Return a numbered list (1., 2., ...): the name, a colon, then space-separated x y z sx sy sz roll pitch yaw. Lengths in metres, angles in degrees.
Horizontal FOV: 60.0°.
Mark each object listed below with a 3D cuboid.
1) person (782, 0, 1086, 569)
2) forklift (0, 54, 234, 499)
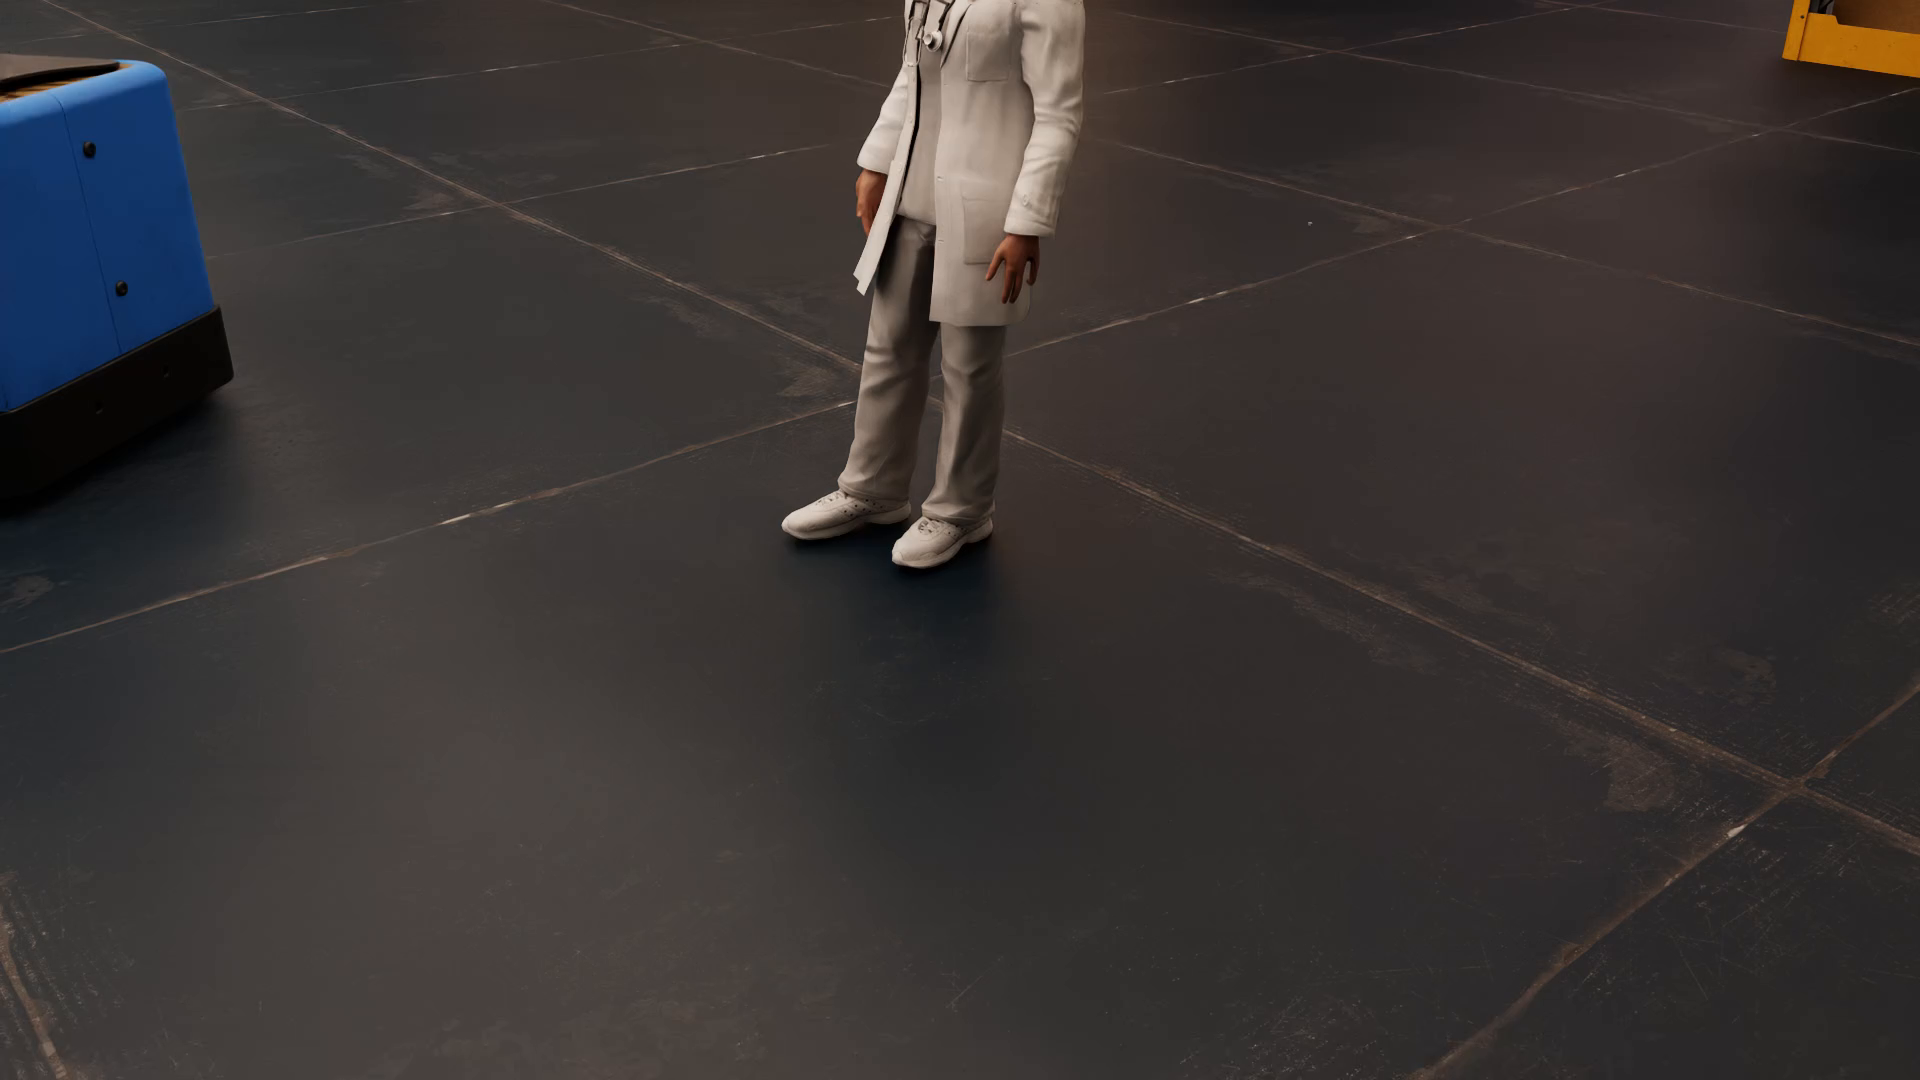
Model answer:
1. person: -0.073 -0.778 4.053 0.578 1.777 0.696 -20 33 -35
2. forklift: -3.930 -1.729 4.688 3.031 2.935 1.130 6 27 12
